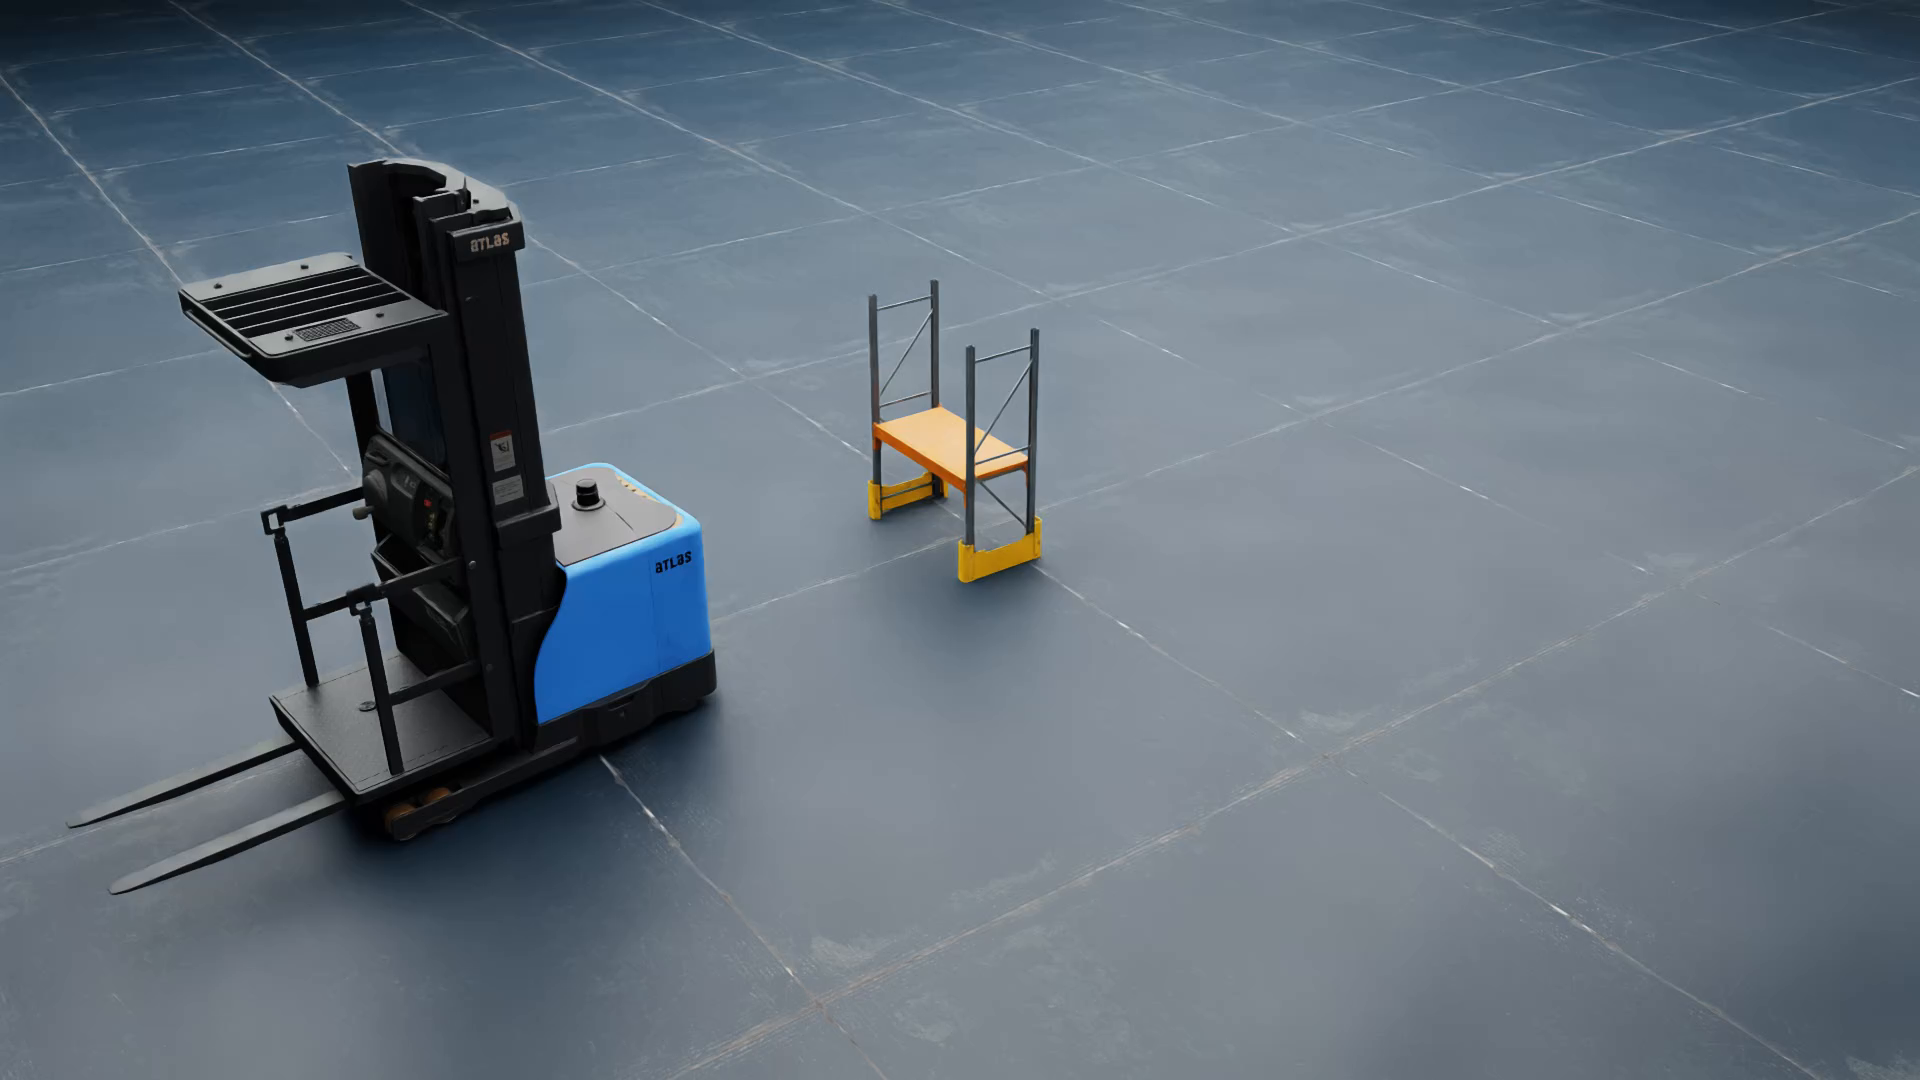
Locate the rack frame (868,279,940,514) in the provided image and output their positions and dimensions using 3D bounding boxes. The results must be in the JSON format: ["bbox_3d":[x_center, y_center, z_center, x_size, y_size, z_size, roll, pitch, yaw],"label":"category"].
[{"bbox_3d":[-0.344,-0.890,10.544,0.500,1.500,0.032,-19,34,-31],"label":"rack frame"}]

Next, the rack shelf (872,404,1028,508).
[{"bbox_3d":[-0.049,-0.534,10.266,0.538,0.185,1.000,-19,34,-31],"label":"rack shelf"}]

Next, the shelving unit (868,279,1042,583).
[{"bbox_3d":[-0.044,-0.689,10.173,0.587,1.500,1.083,-19,34,-31],"label":"shelving unit"}]

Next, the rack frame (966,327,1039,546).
[{"bbox_3d":[0.245,-0.495,9.816,0.500,1.500,0.032,-19,34,-31],"label":"rack frame"}]

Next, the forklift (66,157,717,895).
[{"bbox_3d":[-2.742,-0.152,7.686,3.031,2.935,1.130,-23,36,-35],"label":"forklift"}]

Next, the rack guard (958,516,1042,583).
[{"bbox_3d":[0.245,0.054,10.115,0.587,0.250,0.087,-19,34,-31],"label":"rack guard"}]

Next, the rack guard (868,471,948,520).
[{"bbox_3d":[-0.333,-0.333,10.828,0.587,0.250,0.087,-19,34,-31],"label":"rack guard"}]
